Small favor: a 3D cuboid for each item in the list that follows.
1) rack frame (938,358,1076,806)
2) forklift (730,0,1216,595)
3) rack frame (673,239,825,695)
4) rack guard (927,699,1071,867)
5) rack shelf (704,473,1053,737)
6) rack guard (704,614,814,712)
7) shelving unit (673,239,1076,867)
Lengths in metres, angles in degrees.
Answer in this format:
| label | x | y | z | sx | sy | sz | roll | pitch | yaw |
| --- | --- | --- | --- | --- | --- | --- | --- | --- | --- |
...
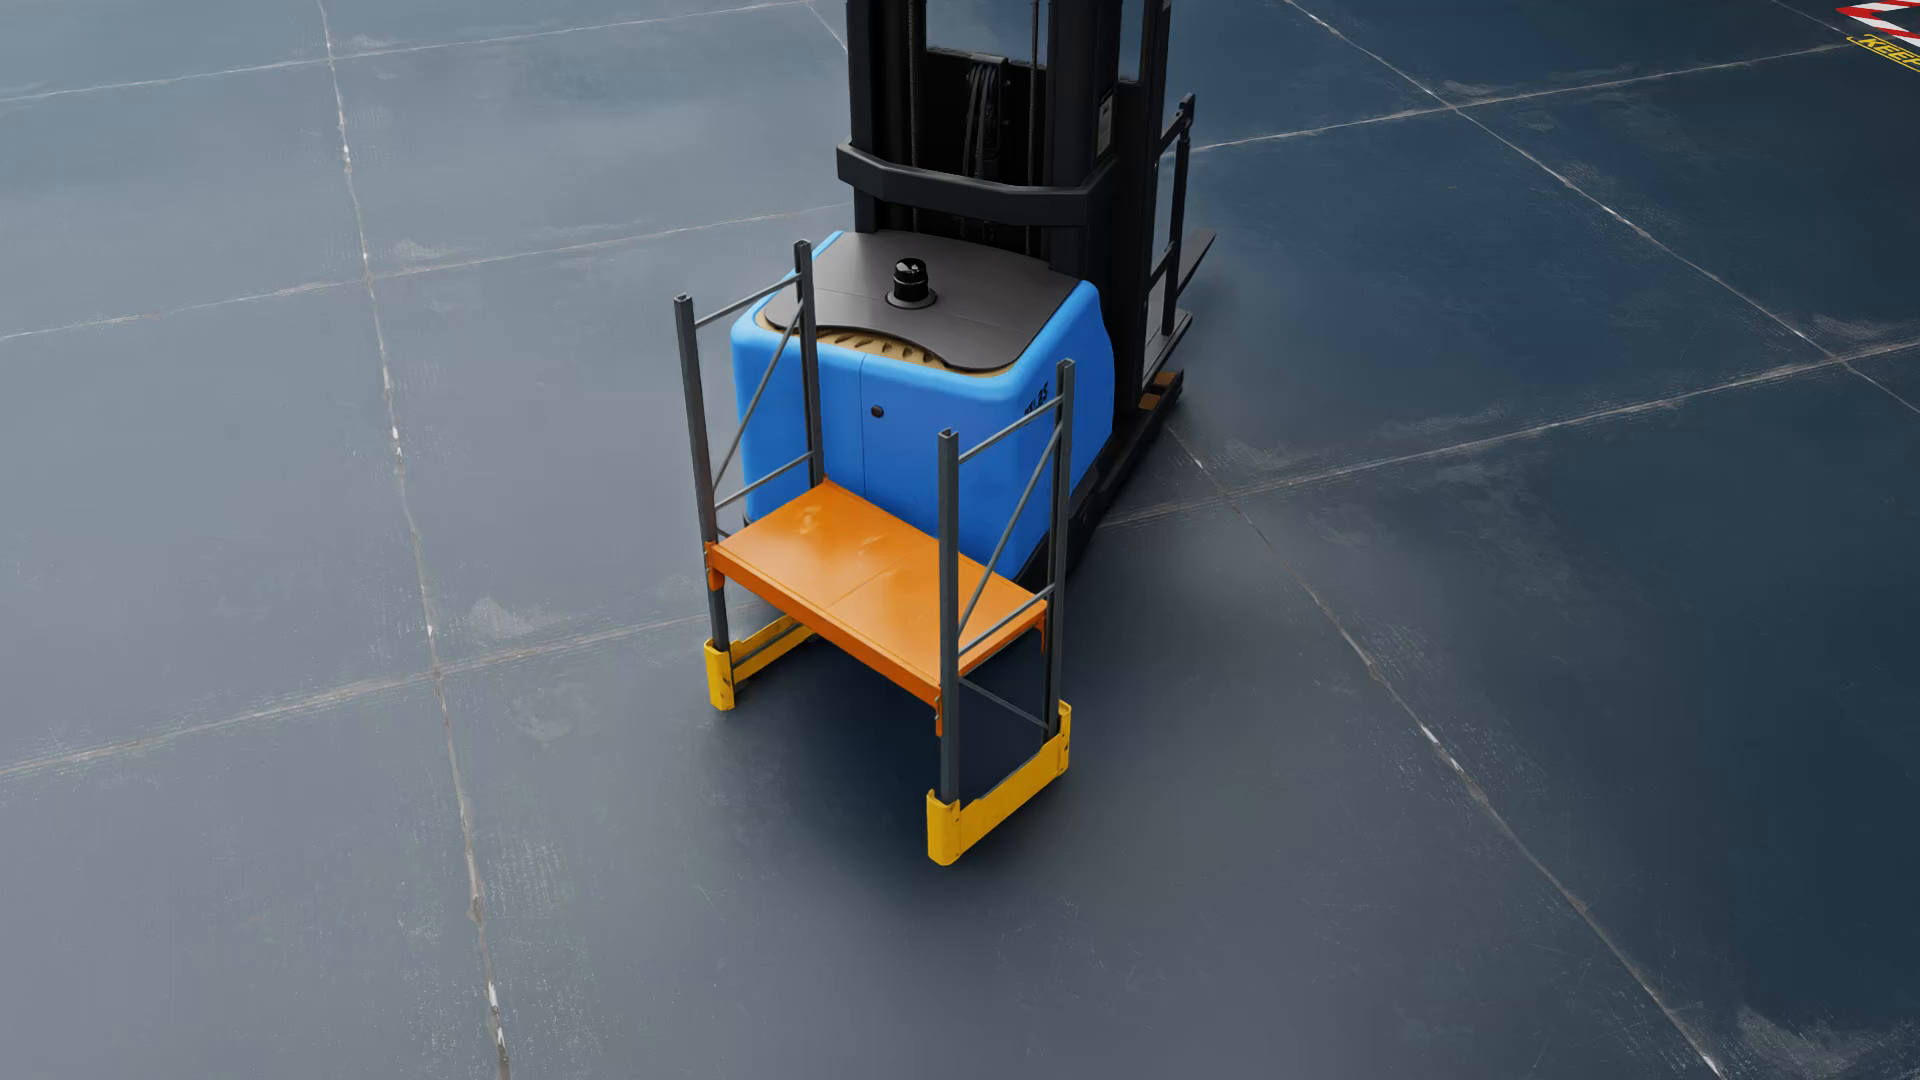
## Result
| label | x | y | z | sx | sy | sz | roll | pitch | yaw |
| --- | --- | --- | --- | --- | --- | --- | --- | --- | --- |
| rack frame | 0.125 | 0.233 | 4.694 | 0.032 | 1.500 | 0.500 | 29 | 46 | 33 |
| forklift | 0.287 | -1.700 | 6.071 | 1.130 | 2.935 | 3.031 | 15 | 39 | 19 |
| rack frame | -0.623 | -0.181 | 5.244 | 0.032 | 1.500 | 0.500 | 29 | 46 | 33 |
| rack guard | 0.124 | 0.732 | 5.070 | 0.087 | 0.250 | 0.587 | 29 | 46 | 33 |
| rack shelf | -0.249 | 0.170 | 5.077 | 1.000 | 0.185 | 0.538 | 29 | 46 | 33 |
| rack guard | -0.608 | 0.326 | 5.610 | 0.087 | 0.250 | 0.587 | 29 | 46 | 33 |
| shelving unit | -0.242 | 0.030 | 4.964 | 1.083 | 1.500 | 0.587 | 29 | 46 | 33 |
